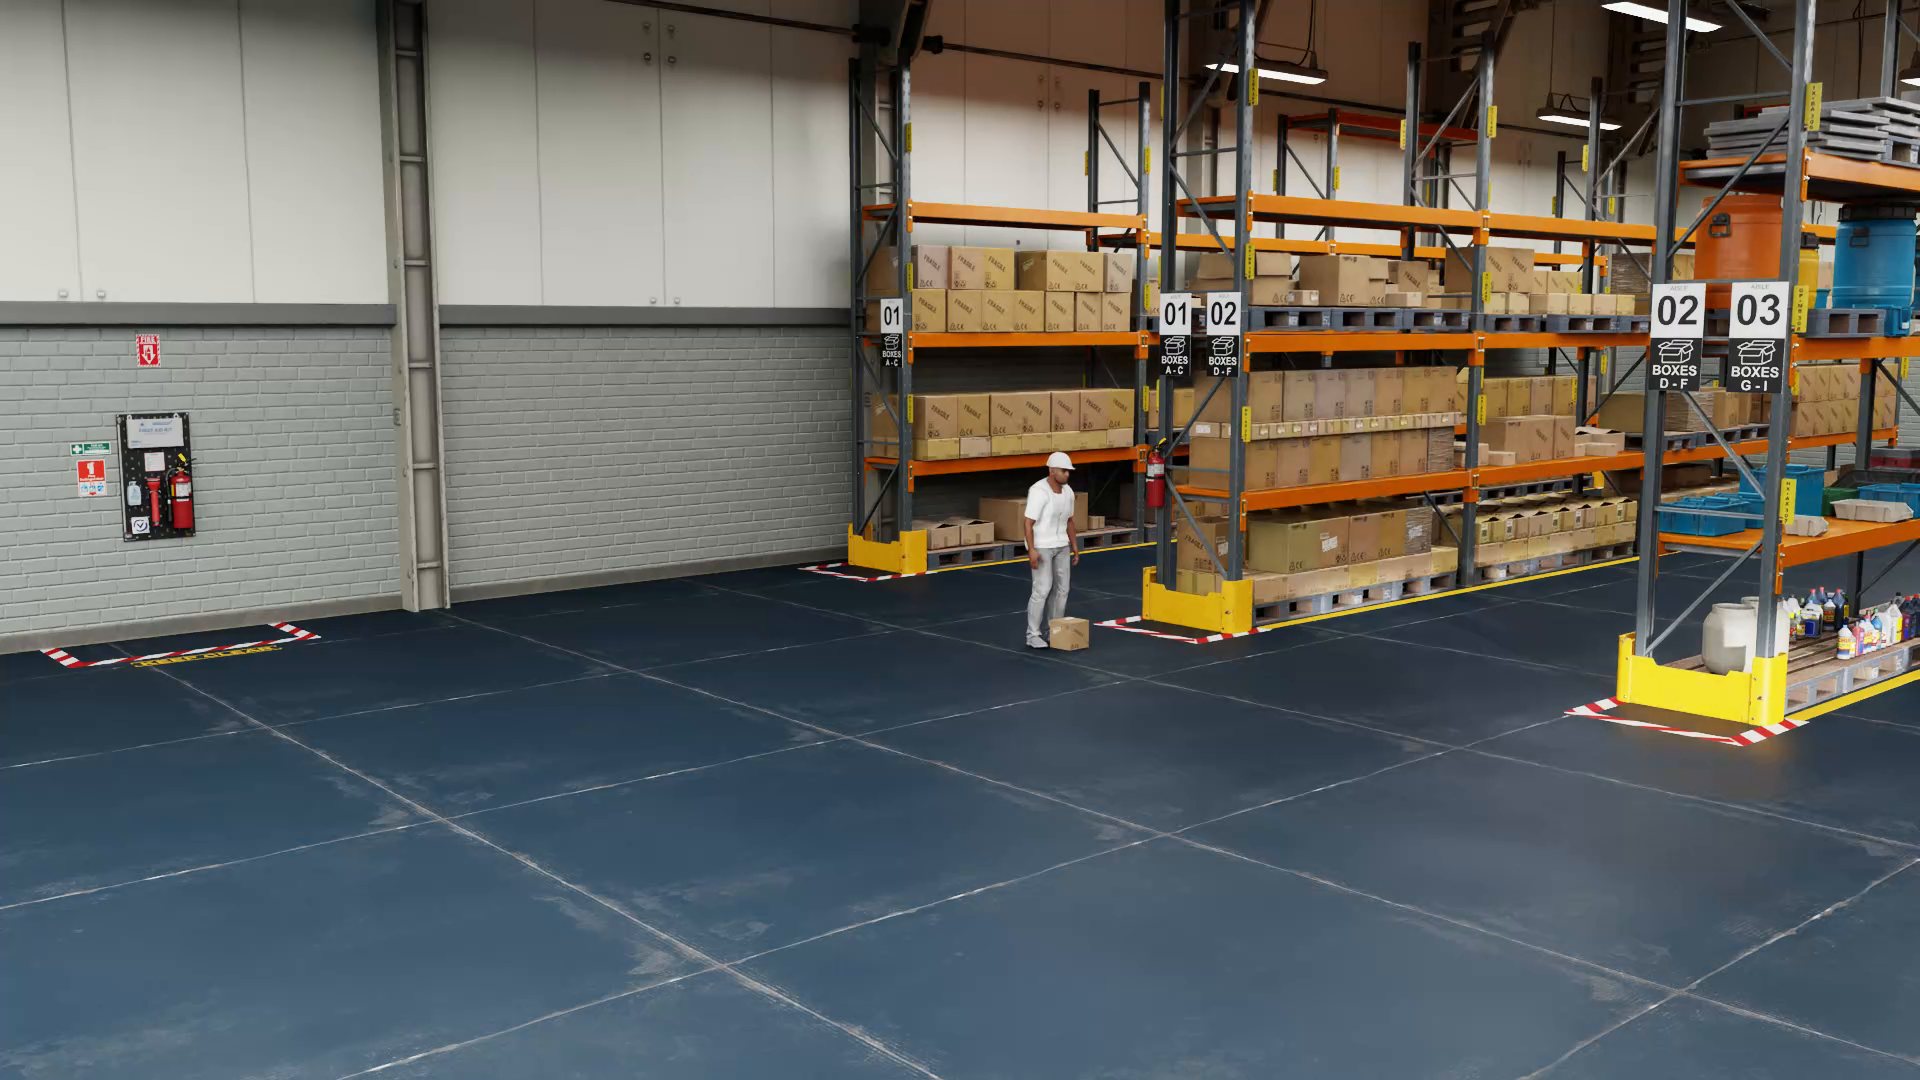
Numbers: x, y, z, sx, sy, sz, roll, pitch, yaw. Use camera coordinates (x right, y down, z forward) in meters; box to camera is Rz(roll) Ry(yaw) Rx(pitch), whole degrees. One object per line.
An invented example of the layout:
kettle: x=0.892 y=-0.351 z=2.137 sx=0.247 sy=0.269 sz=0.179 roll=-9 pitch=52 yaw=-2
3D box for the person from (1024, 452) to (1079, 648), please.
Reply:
person: x=0.838 y=0.077 z=15.107 sx=0.638 sy=1.761 sz=0.457 roll=-7 pitch=10 yaw=-43
